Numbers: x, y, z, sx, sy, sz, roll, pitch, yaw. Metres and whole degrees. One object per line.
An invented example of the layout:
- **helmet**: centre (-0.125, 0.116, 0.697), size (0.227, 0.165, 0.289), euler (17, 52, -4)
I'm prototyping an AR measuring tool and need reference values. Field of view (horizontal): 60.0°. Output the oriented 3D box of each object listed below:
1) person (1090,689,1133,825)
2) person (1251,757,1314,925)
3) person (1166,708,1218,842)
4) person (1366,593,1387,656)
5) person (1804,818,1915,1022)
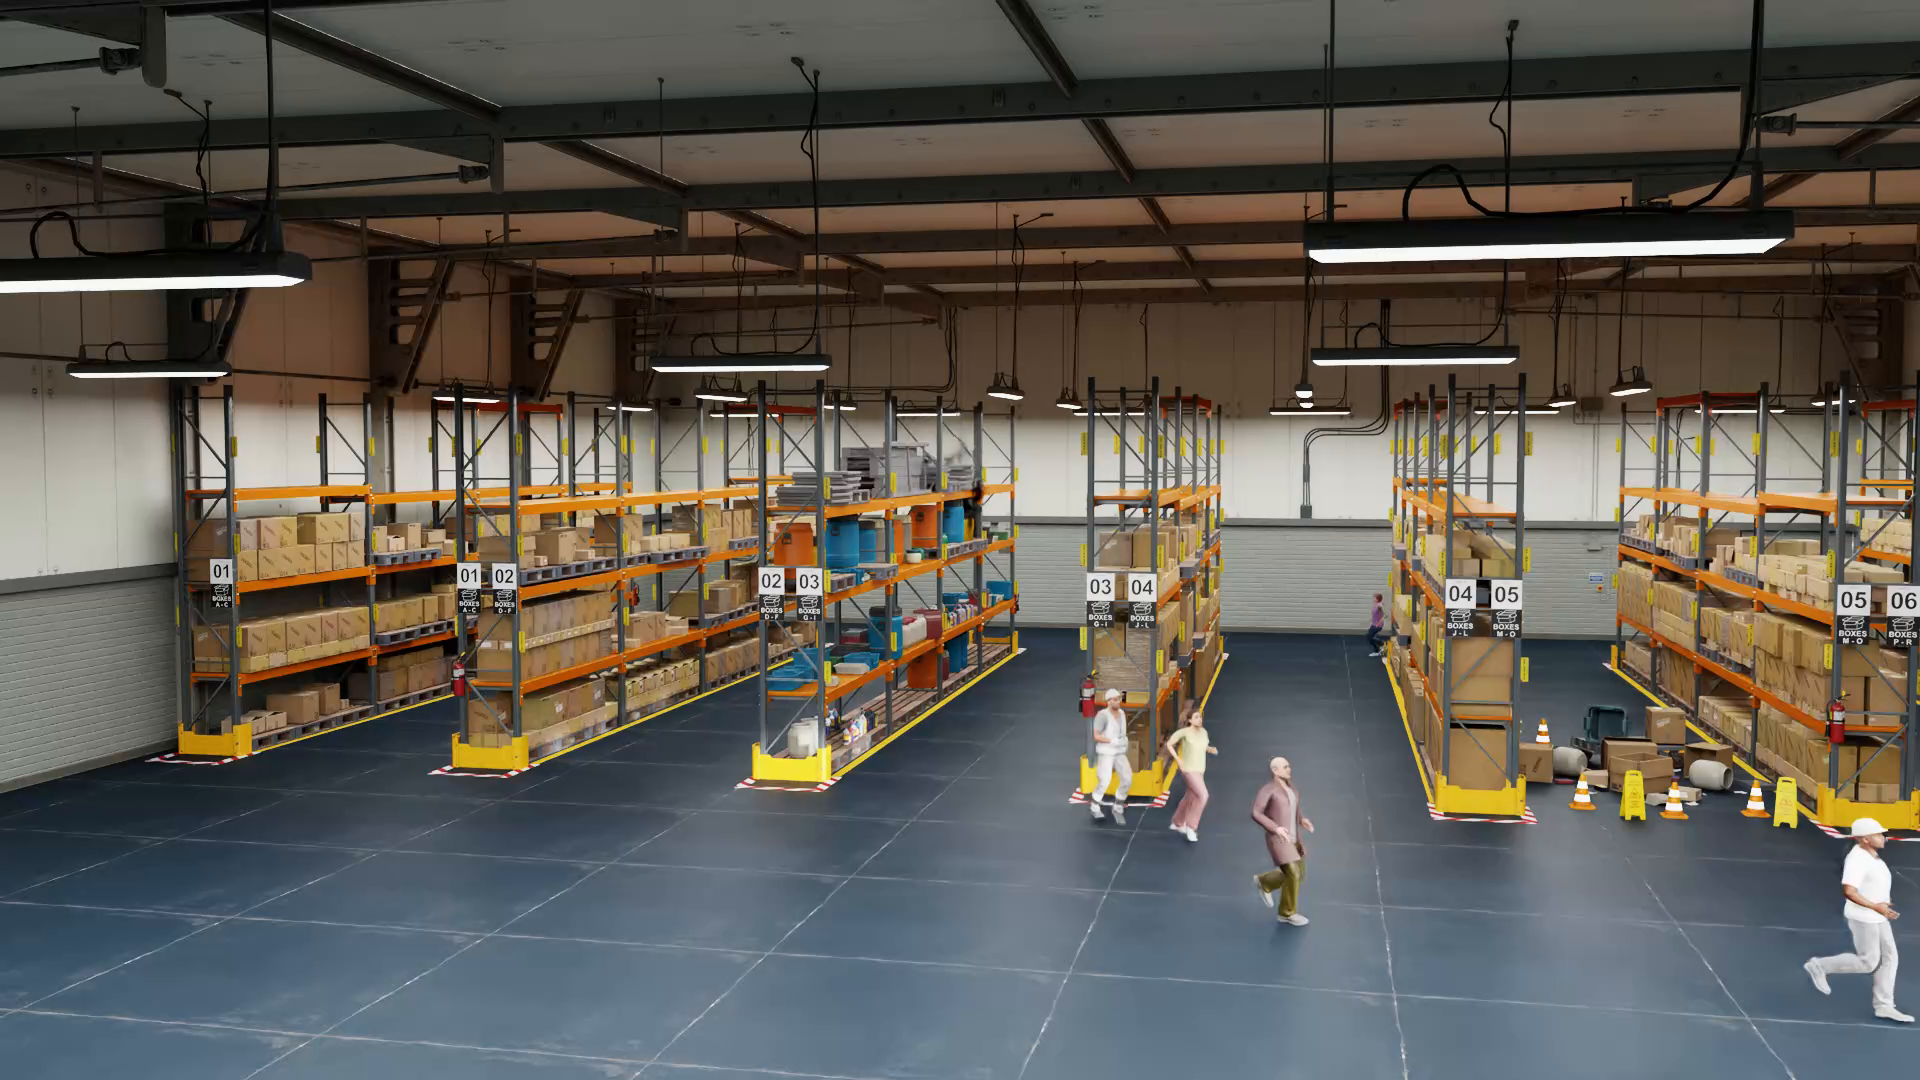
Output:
- **person**: centre (2.039, 2.892, 22.093), size (0.681, 1.846, 0.743), euler (-2, 4, -33)
- **person**: centre (3.365, 3.152, 17.538), size (0.712, 1.730, 0.754), euler (-3, 4, -45)
- **person**: centre (2.990, 2.991, 21.266), size (0.548, 1.702, 0.688), euler (-3, 4, -40)
- **person**: centre (9.943, 2.034, 39.633), size (0.487, 1.525, 0.572), euler (0, 3, -3)
- **person**: centre (7.955, 3.316, 14.665), size (0.868, 1.751, 0.697), euler (3, 4, 42)
